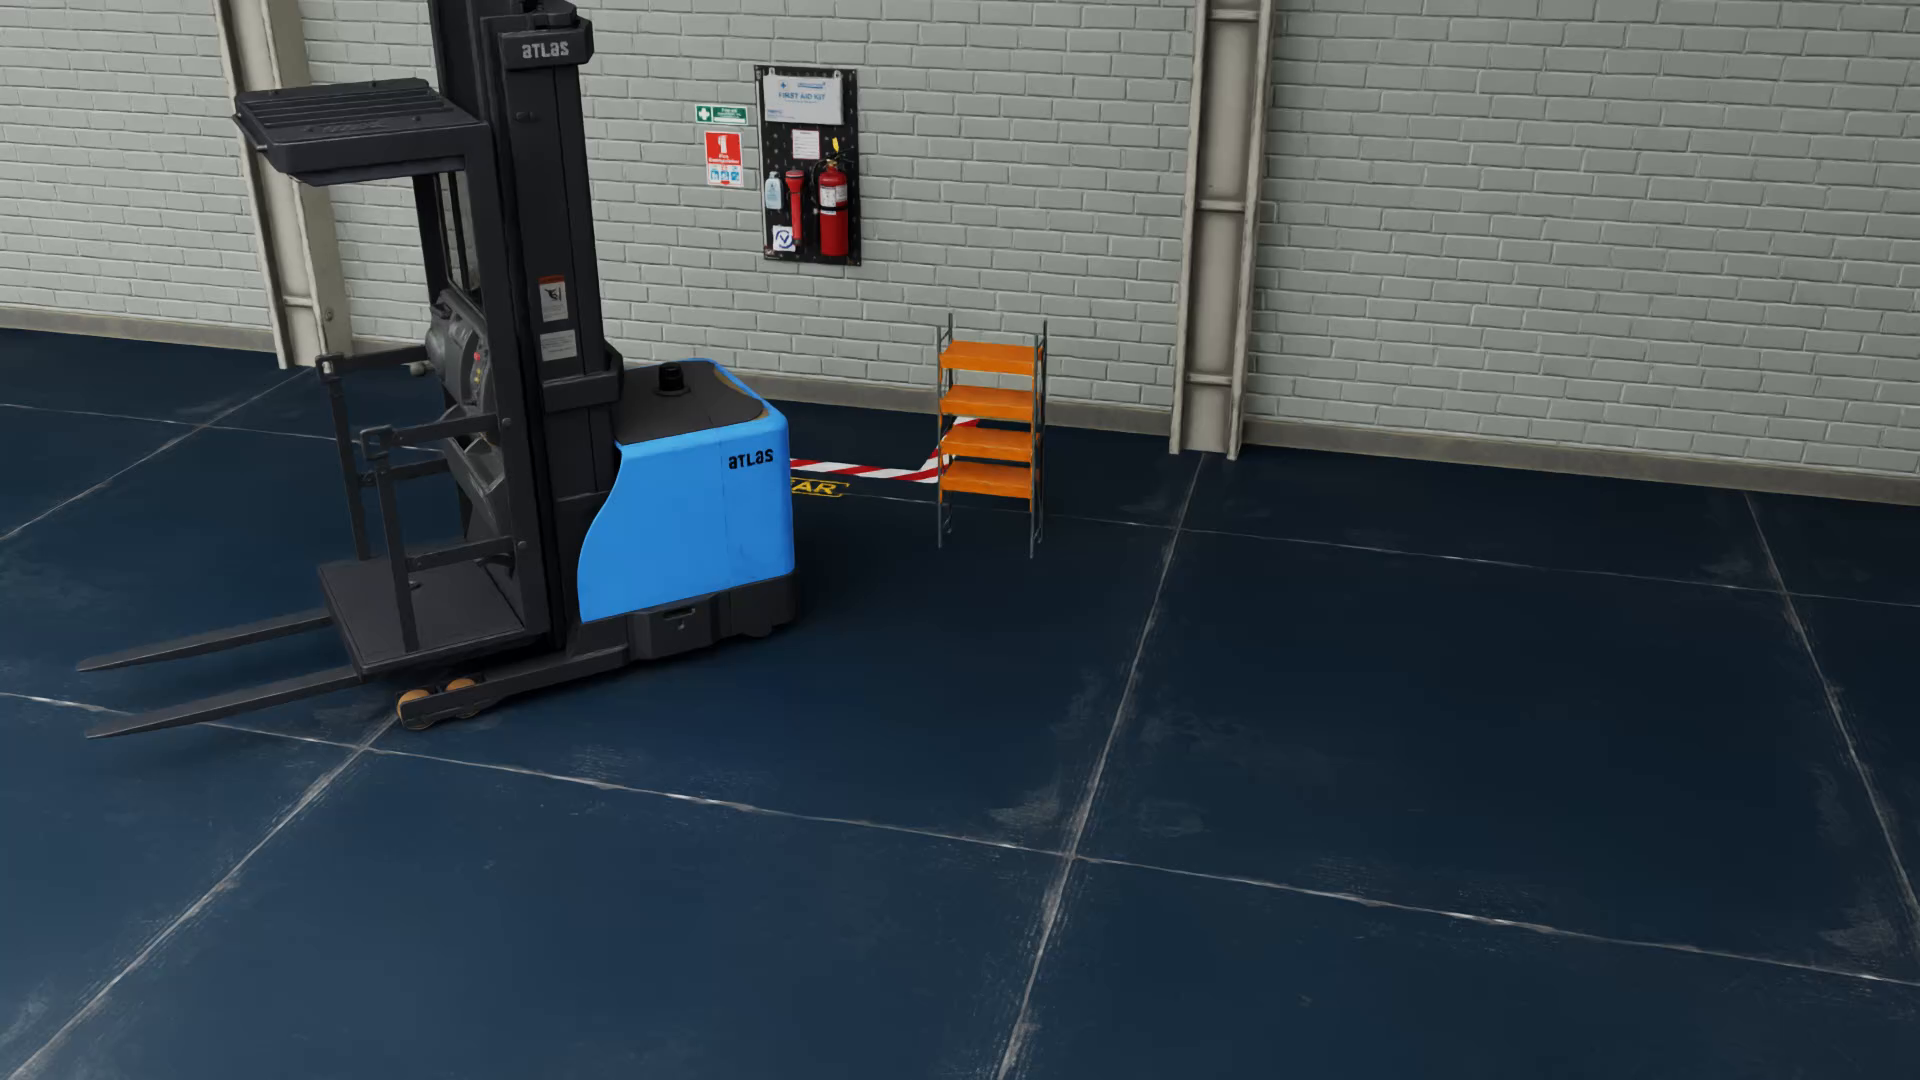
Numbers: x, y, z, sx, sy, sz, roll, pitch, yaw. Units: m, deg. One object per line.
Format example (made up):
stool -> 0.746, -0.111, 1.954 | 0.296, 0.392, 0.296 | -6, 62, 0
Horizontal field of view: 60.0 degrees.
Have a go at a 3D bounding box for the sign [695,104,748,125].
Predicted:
sign -> -1.427, -2.542, 9.942 | 0.331, 0.109, 0.001 | 6, 26, 13

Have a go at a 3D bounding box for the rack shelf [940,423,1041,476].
rack shelf -> 0.160, -0.463, 8.484 | 0.480, 0.148, 0.258 | 6, 26, 13

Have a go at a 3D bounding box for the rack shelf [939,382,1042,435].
rack shelf -> 0.160, -0.665, 8.388 | 0.480, 0.148, 0.258 | 6, 26, 13

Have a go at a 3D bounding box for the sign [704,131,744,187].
sign -> -1.429, -2.307, 10.065 | 0.234, 0.329, 0.001 | 6, 26, 13

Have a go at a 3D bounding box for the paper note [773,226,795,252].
paper note -> -1.073, -1.839, 10.148 | 0.142, 0.148, 0.016 | 6, 26, 13

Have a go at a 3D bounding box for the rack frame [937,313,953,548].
rack frame -> -0.076, -0.550, 8.510 | 0.015, 1.200, 0.240 | 6, 26, 13

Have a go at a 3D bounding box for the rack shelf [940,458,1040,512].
rack shelf -> 0.160, -0.284, 8.569 | 0.480, 0.148, 0.258 | 6, 26, 13

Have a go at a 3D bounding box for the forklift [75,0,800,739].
forklift -> -2.296, -0.778, 6.974 | 3.031, 2.935, 1.130 | -13, 29, -26

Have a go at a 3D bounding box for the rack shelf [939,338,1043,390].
rack shelf -> 0.160, -0.879, 8.286 | 0.480, 0.148, 0.258 | 6, 26, 13

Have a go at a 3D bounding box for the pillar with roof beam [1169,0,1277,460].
pillar with roof beam -> 0.393, -2.825, 4.215 | 0.400, 9.000, 9.100 | 6, 26, 13

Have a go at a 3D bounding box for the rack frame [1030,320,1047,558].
rack frame -> 0.397, -0.498, 8.400 | 0.015, 1.200, 0.240 | 6, 26, 13

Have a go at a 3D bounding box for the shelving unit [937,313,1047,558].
shelving unit -> 0.160, -0.524, 8.455 | 0.503, 1.200, 0.258 | 6, 26, 13

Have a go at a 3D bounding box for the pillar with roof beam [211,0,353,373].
pillar with roof beam -> -5.418, -3.467, 5.564 | 0.400, 9.000, 9.100 | 6, 26, 13

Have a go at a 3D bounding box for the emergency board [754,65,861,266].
emergency board -> -0.919, -2.189, 9.858 | 0.643, 1.169, 0.194 | 6, 26, 13
